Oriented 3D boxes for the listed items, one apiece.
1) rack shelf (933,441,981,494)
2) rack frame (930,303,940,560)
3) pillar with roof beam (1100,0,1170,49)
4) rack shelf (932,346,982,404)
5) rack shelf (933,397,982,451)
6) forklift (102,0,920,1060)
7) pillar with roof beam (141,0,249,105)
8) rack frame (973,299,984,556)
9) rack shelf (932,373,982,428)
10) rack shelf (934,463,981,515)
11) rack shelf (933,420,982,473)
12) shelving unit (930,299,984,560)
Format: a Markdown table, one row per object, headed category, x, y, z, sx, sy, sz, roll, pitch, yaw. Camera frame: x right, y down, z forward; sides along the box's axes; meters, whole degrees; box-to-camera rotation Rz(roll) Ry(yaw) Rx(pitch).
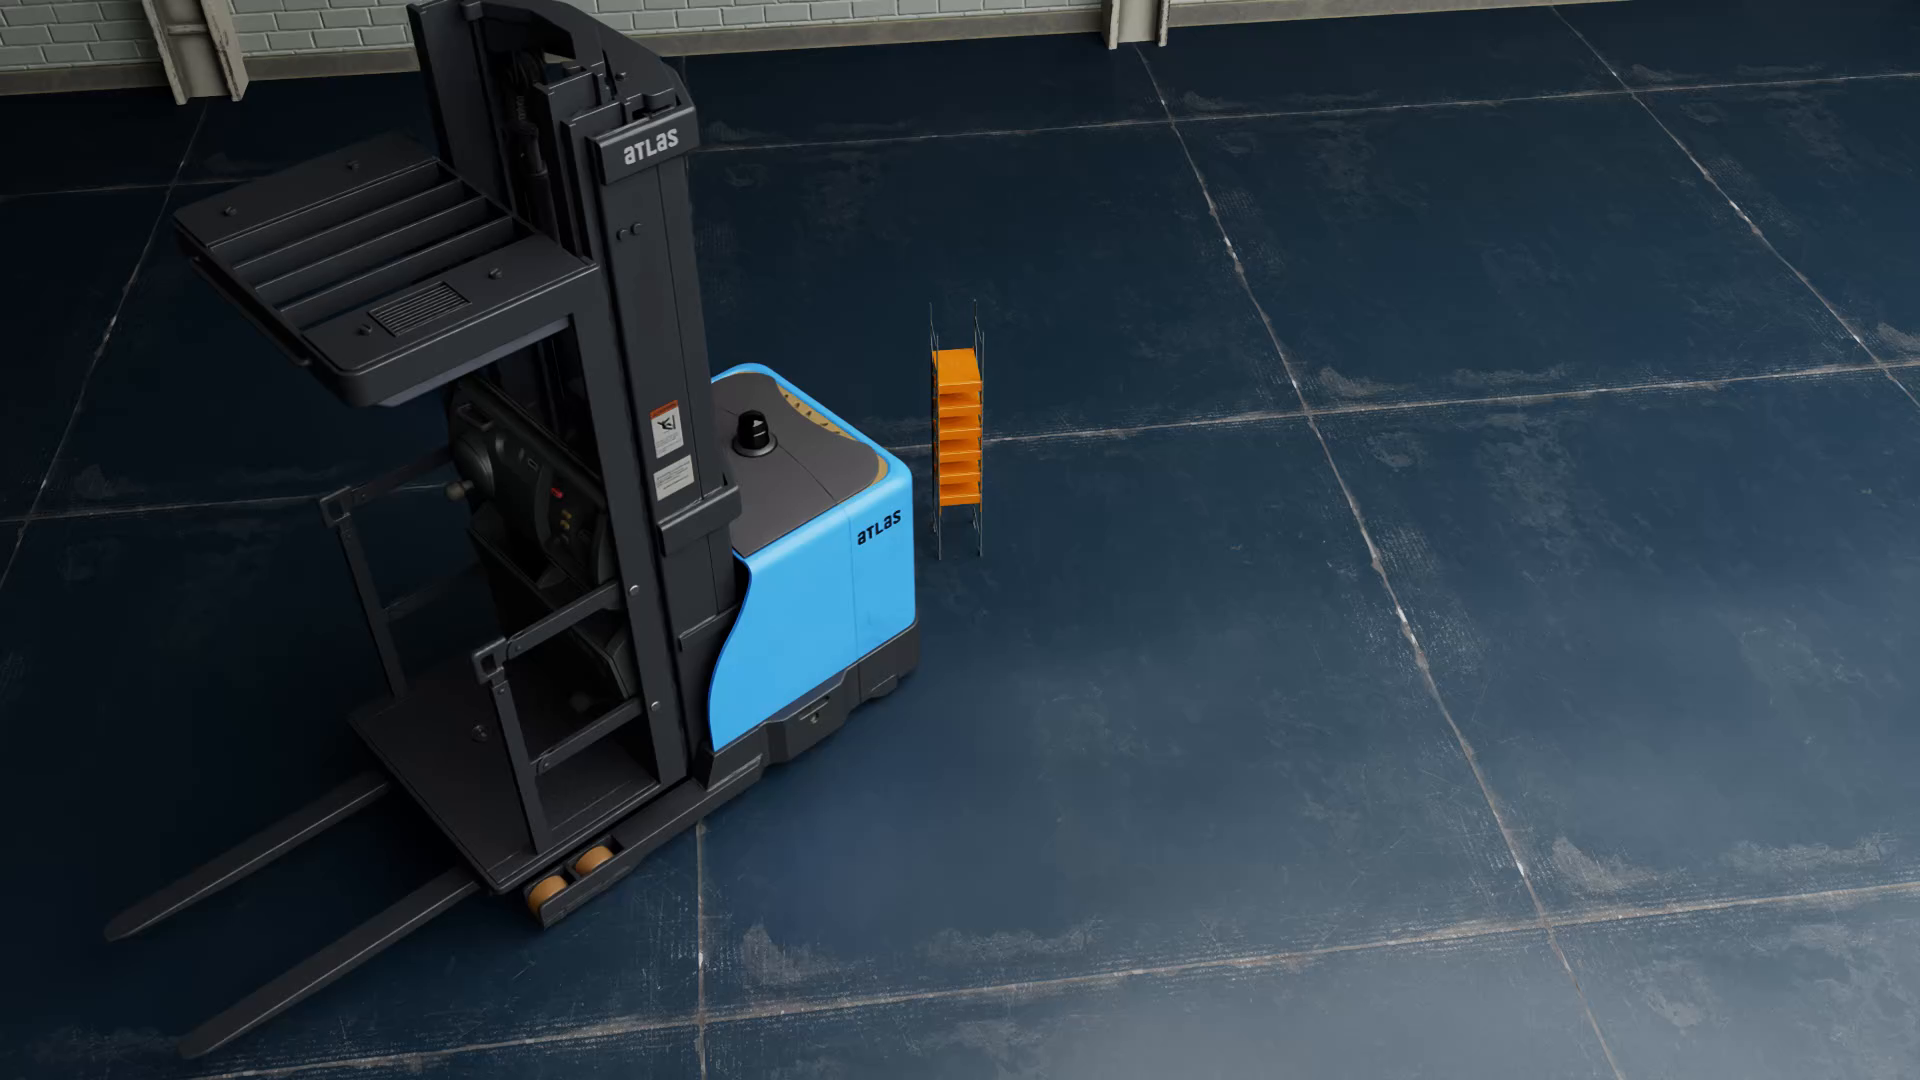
| category | x | y | z | sx | sy | sz | roll | pitch | yaw |
| --- | --- | --- | --- | --- | --- | --- | --- | --- | --- |
| rack shelf | -0.014 | -0.322 | 7.172 | 0.180 | 0.103 | 0.258 | -5 | 42 | -6 |
| rack frame | -0.105 | -0.436 | 7.053 | 0.006 | 1.200 | 0.240 | -5 | 42 | -6 |
| pillar with roof beam | 1.725 | -3.878 | 5.045 | 0.400 | 9.000 | 9.100 | -5 | 42 | -6 |
| rack shelf | -0.014 | -0.679 | 6.851 | 0.180 | 0.103 | 0.258 | -5 | 42 | -6 |
| rack shelf | -0.014 | -0.500 | 7.011 | 0.180 | 0.103 | 0.258 | -5 | 42 | -6 |
| forklift | -1.586 | -0.119 | 5.409 | 3.031 | 2.935 | 1.130 | -32 | 51 | -30 |
| pillar with roof beam | -4.225 | -3.357 | 4.468 | 0.400 | 9.000 | 9.100 | -5 | 42 | -6 |
| rack frame | 0.076 | -0.452 | 7.071 | 0.006 | 1.200 | 0.240 | -5 | 42 | -6 |
| rack shelf | -0.014 | -0.589 | 6.931 | 0.180 | 0.103 | 0.258 | -5 | 42 | -6 |
| rack shelf | -0.014 | -0.233 | 7.252 | 0.180 | 0.103 | 0.258 | -5 | 42 | -6 |
| rack shelf | -0.014 | -0.411 | 7.092 | 0.180 | 0.103 | 0.258 | -5 | 42 | -6 |
| shelving unit | -0.014 | -0.444 | 7.062 | 0.189 | 1.200 | 0.258 | -5 | 42 | -6 |
